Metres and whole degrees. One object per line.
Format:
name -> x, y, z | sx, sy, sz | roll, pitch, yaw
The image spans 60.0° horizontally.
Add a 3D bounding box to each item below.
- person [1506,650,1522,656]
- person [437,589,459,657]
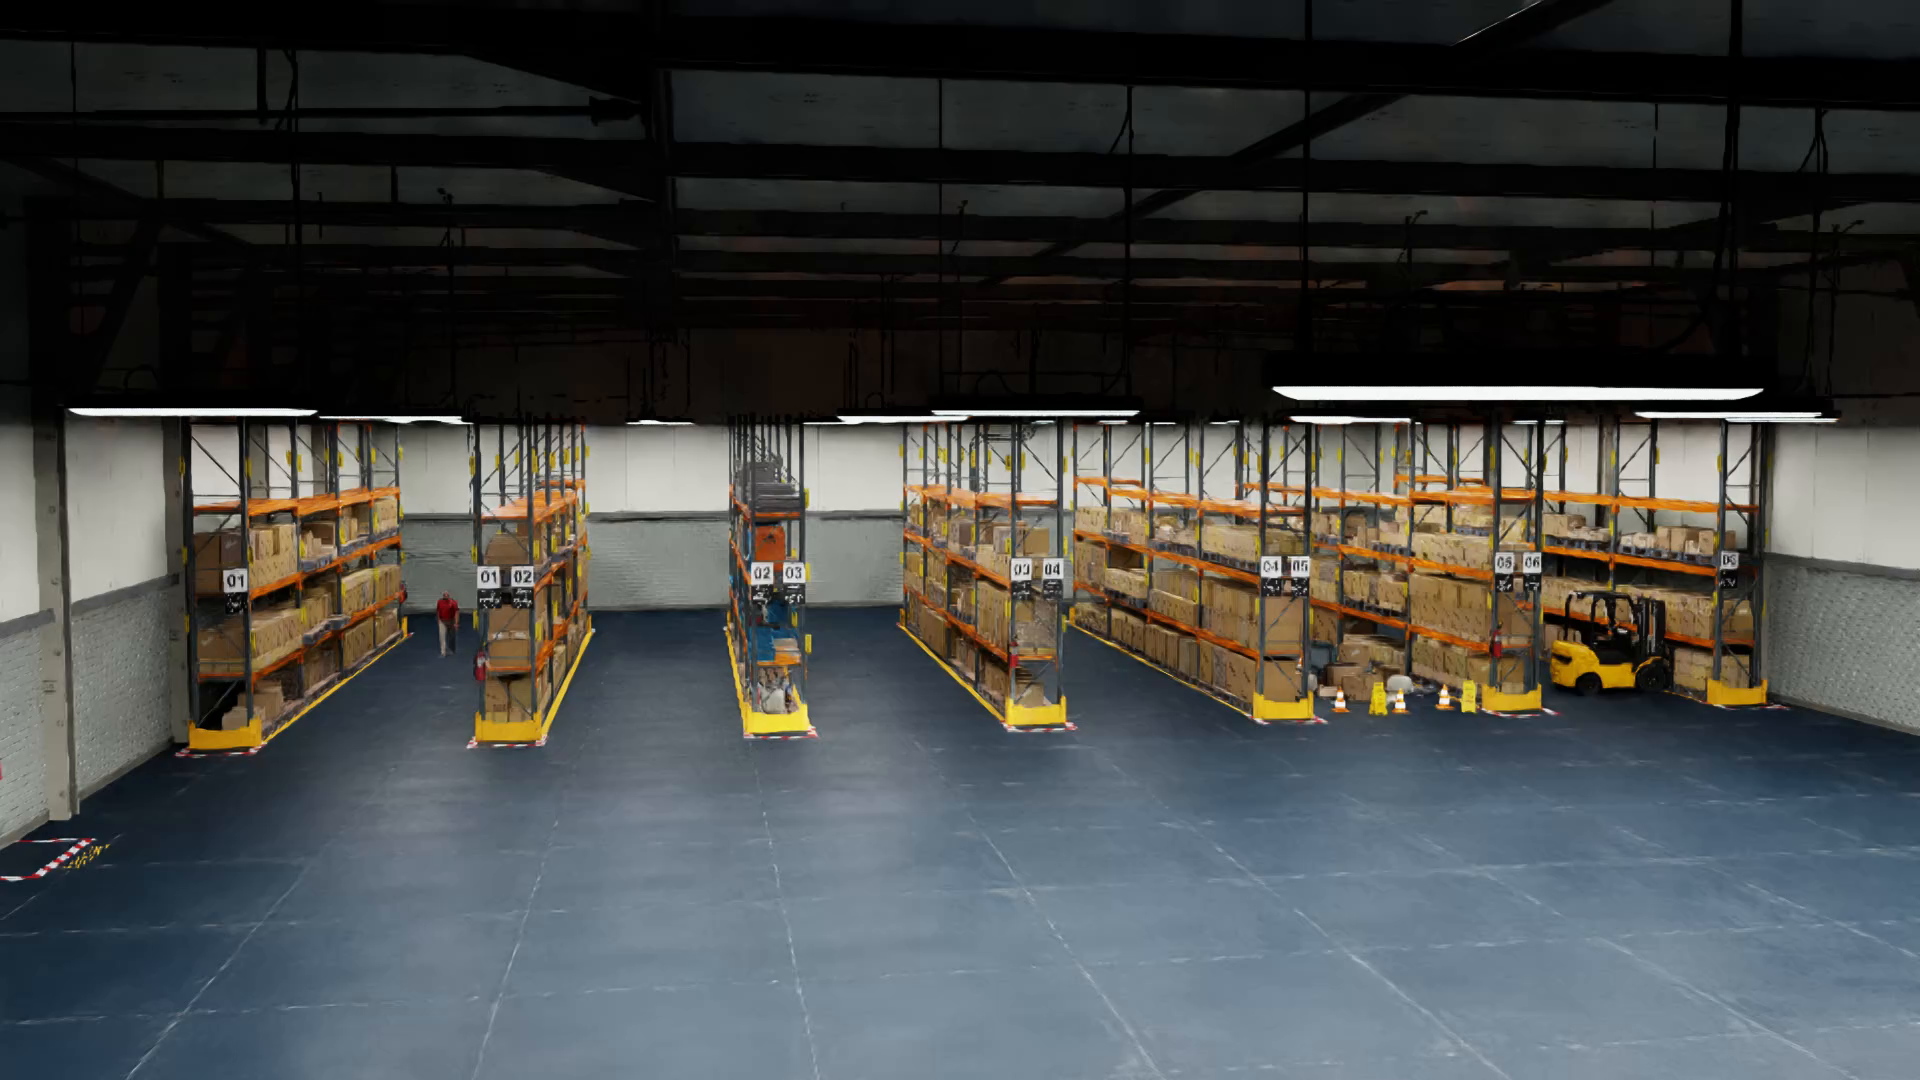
person -> 12.460, 2.394, 37.444 | 0.350, 1.641, 0.477 | -3, 5, -37
person -> -12.789, 2.060, 41.530 | 0.548, 1.669, 1.040 | -1, 4, -10
